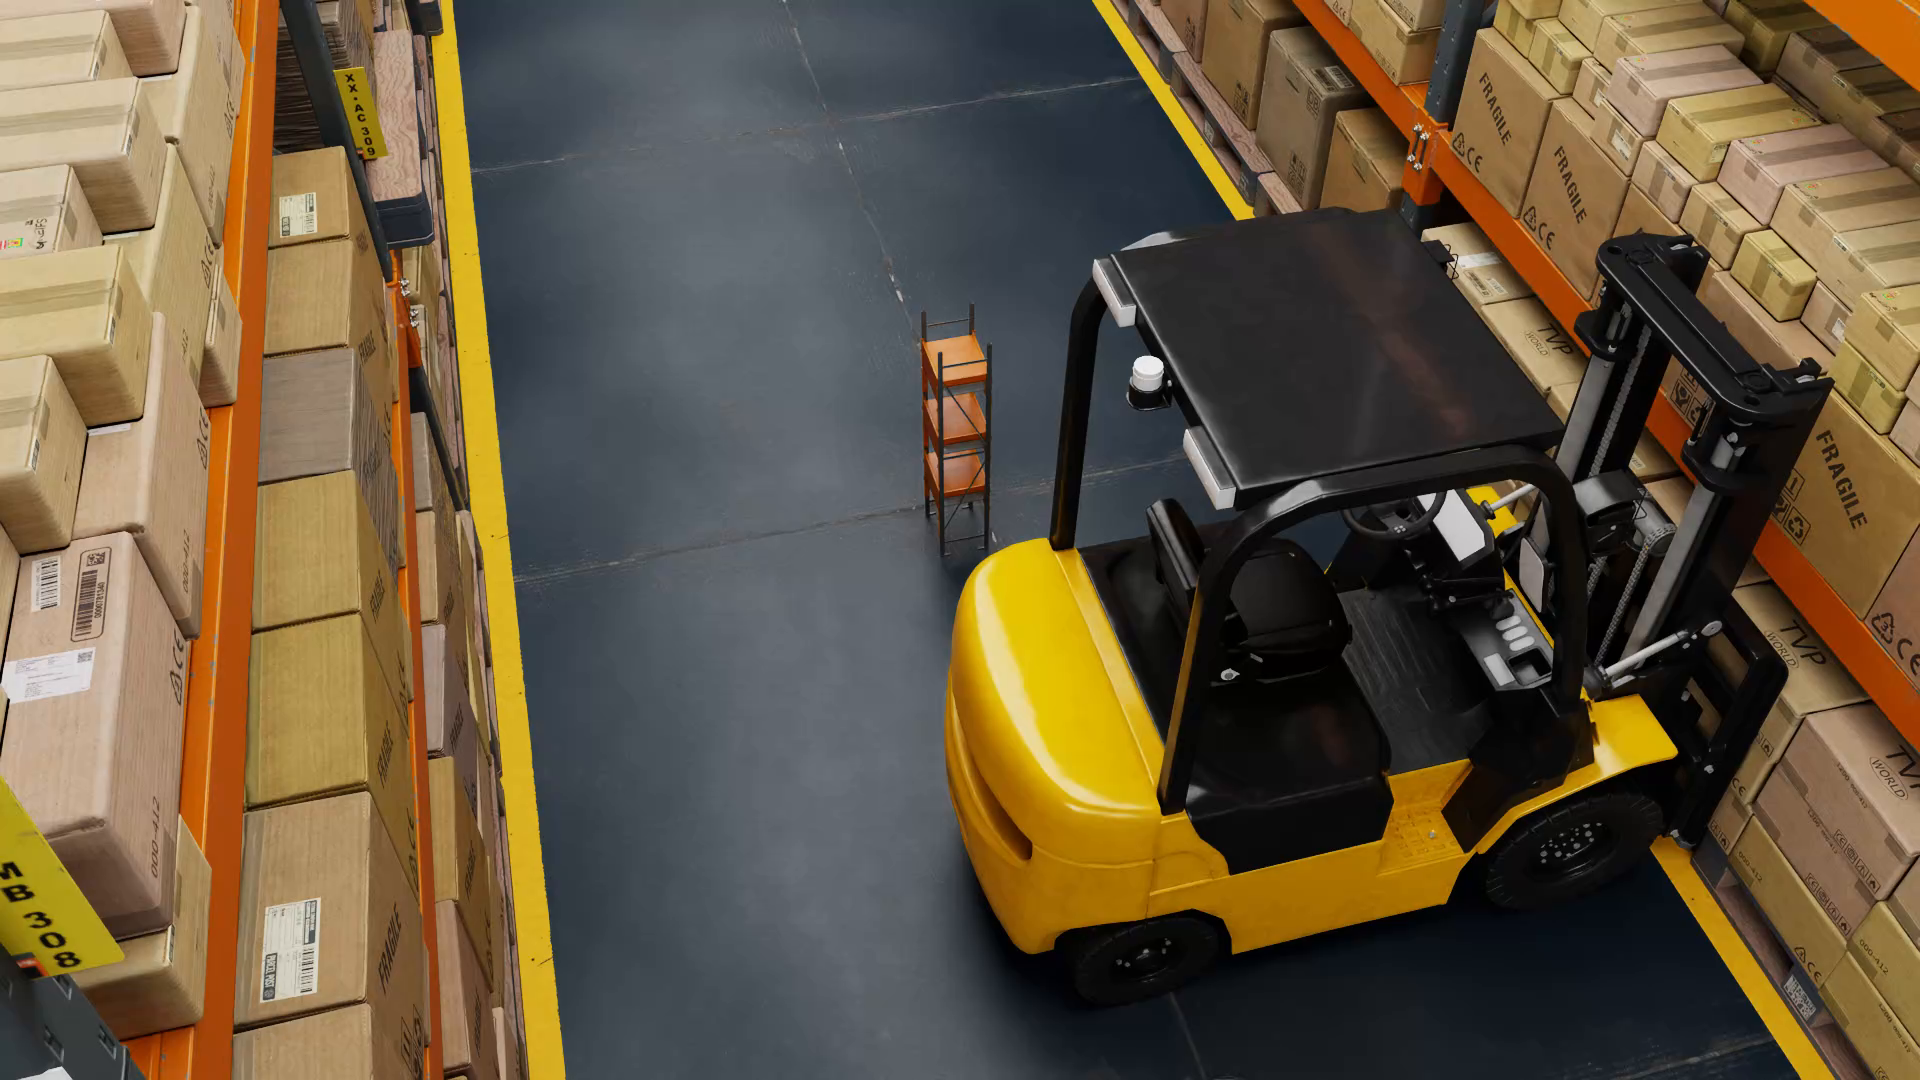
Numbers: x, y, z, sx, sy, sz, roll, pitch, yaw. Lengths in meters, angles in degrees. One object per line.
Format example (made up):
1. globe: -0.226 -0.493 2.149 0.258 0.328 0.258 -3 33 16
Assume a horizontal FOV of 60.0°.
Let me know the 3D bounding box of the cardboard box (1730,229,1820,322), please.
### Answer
1. cardboard box: 2.533 -0.807 4.916 0.380 0.149 0.250 -12 47 -11

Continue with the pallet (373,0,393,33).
1. pallet: -2.946 -2.309 7.047 1.003 0.211 1.213 -11 47 -10

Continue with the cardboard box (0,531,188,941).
1. cardboard box: -1.316 0.290 2.162 0.500 0.250 0.500 -11 47 -11

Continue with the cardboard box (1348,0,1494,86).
1. cardboard box: 1.947 -2.132 6.844 0.500 0.250 0.500 -10 46 -9

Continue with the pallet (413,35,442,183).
1. pallet: -3.294 -2.220 8.778 1.003 0.211 1.213 -11 47 -10

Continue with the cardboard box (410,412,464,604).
1. cardboard box: -2.058 -0.062 5.816 0.500 0.500 0.500 -11 47 -11

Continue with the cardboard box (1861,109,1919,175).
1. cardboard box: 2.999 -1.195 5.089 0.380 0.149 0.250 -11 47 -11

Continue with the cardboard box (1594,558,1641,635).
1. cardboard box: 2.531 0.192 5.743 0.500 0.250 0.500 -11 47 -10

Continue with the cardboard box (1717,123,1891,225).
1. cardboard box: 2.530 -1.101 4.997 0.380 0.149 0.250 -11 47 -10

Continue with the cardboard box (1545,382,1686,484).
1. cardboard box: 2.409 -0.331 5.905 0.500 0.250 0.500 -9 46 -9

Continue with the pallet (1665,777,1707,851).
1. pallet: 2.808 0.492 6.120 1.003 0.211 1.213 -11 47 -10

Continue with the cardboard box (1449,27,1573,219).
1. cardboard box: 2.190 -1.565 6.114 0.500 0.500 0.500 -12 47 -11

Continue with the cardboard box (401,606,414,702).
1. cardboard box: -1.691 0.334 4.498 0.380 0.149 0.250 -10 46 -10

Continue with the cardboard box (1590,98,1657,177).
1. cardboard box: 2.309 -1.341 5.440 0.380 0.149 0.250 -10 46 -9

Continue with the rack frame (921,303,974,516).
1. rack frame: -0.045 -0.489 6.494 0.200 1.050 0.008 -11 47 -10

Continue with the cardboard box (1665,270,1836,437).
1. cardboard box: 2.578 -0.508 5.078 0.500 0.500 0.500 -10 46 -10

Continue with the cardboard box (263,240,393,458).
1. cardboard box: -1.976 -0.498 4.859 0.500 0.500 0.500 -9 46 -9

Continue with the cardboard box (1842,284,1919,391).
1. cardboard box: 2.634 -0.560 4.467 0.380 0.149 0.250 -10 46 -10

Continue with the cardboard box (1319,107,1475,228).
1. cardboard box: 2.184 -1.558 7.546 0.875 0.625 0.625 -9 46 -9

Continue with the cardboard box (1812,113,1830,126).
1. cardboard box: 2.894 -1.260 5.360 0.380 0.149 0.250 -9 46 -9

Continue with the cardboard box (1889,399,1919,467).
1. cardboard box: 2.725 -0.283 4.403 0.380 0.149 0.250 -12 47 -12

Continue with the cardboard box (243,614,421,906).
1. cardboard box: -1.565 0.562 3.821 0.500 0.500 0.500 -12 47 -11

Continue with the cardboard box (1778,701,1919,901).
1. cardboard box: 2.797 0.730 4.865 0.500 0.250 0.500 -10 46 -10

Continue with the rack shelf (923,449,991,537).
1. rack shelf: -0.014 -0.202 6.617 0.215 0.259 0.240 -11 47 -10

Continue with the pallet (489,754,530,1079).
1. pallet: -1.946 1.303 5.325 1.003 0.211 1.213 -11 47 -10

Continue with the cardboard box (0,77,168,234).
1. cardboard box: -1.559 -0.627 2.782 0.380 0.149 0.250 -10 46 -9

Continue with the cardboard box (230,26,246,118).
1. cardboard box: -1.843 -1.061 3.765 0.380 0.149 0.250 -10 46 -9

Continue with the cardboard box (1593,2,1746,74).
1. cardboard box: 2.352 -1.638 5.522 0.380 0.149 0.250 -11 47 -11

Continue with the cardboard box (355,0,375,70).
1. cardboard box: -2.440 -1.982 6.020 0.500 0.500 0.500 -11 47 -10

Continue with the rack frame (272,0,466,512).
1. rack frame: -2.468 -0.974 5.604 1.000 3.000 0.127 -11 47 -10

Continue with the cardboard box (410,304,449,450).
1. cardboard box: -2.605 -0.563 6.747 0.950 0.372 0.625 -10 46 -10

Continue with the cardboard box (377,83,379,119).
1. cardboard box: -2.360 -1.647 6.145 0.380 0.149 0.250 -10 46 -9

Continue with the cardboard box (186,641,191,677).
1. cardboard box: -1.404 0.183 2.546 0.380 0.149 0.250 -10 46 -9

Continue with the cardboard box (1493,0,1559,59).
1. cardboard box: 2.156 -1.878 5.966 0.380 0.149 0.250 -11 47 -11

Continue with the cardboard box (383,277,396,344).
1. cardboard box: -2.091 -0.720 5.531 0.380 0.149 0.250 -11 47 -11

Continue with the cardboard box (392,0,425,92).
1. cardboard box: -3.357 -2.571 8.715 0.950 0.372 0.625 -14 47 -13

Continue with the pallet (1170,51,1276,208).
1. pallet: 1.787 -2.254 8.811 1.003 0.211 1.213 -11 47 -10

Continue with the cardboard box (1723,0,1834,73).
1. cardboard box: 2.808 -1.724 5.607 0.380 0.149 0.250 -11 47 -11

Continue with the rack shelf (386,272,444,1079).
1. rack shelf: -1.956 0.658 4.508 1.077 0.370 4.000 -11 47 -10

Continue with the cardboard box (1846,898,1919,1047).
1. cardboard box: 2.926 1.239 4.717 0.500 0.250 0.500 -11 47 -11

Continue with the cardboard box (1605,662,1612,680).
1. cardboard box: 2.535 0.379 5.909 0.500 0.250 0.500 -9 46 -9

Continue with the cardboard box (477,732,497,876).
1. cardboard box: -1.786 0.918 5.381 0.500 0.250 0.500 -10 46 -10

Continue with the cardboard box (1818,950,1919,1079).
1. cardboard box: 2.927 1.426 4.883 0.500 0.250 0.500 -10 46 -10

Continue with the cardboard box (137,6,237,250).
1. cardboard box: -1.704 -0.769 3.200 0.500 0.250 0.500 -10 46 -9

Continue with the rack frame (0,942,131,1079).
1. rack frame: -1.444 -0.312 0.755 1.000 3.000 0.127 -11 47 -10

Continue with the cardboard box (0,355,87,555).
1. cardboard box: -1.423 -0.091 2.257 0.380 0.149 0.250 -11 47 -10

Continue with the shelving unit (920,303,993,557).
1. shelving unit: -0.014 -0.404 6.411 0.215 1.050 0.252 -11 47 -10

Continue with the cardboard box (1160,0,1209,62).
1. cardboard box: 1.626 -3.079 9.036 0.875 0.625 0.625 -9 46 -9

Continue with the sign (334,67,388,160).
1. sign: -1.946 -1.382 5.398 0.100 0.325 0.005 -11 47 -10

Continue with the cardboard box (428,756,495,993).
1. cardboard box: -1.649 1.009 4.767 0.500 0.500 0.500 -10 46 -10
